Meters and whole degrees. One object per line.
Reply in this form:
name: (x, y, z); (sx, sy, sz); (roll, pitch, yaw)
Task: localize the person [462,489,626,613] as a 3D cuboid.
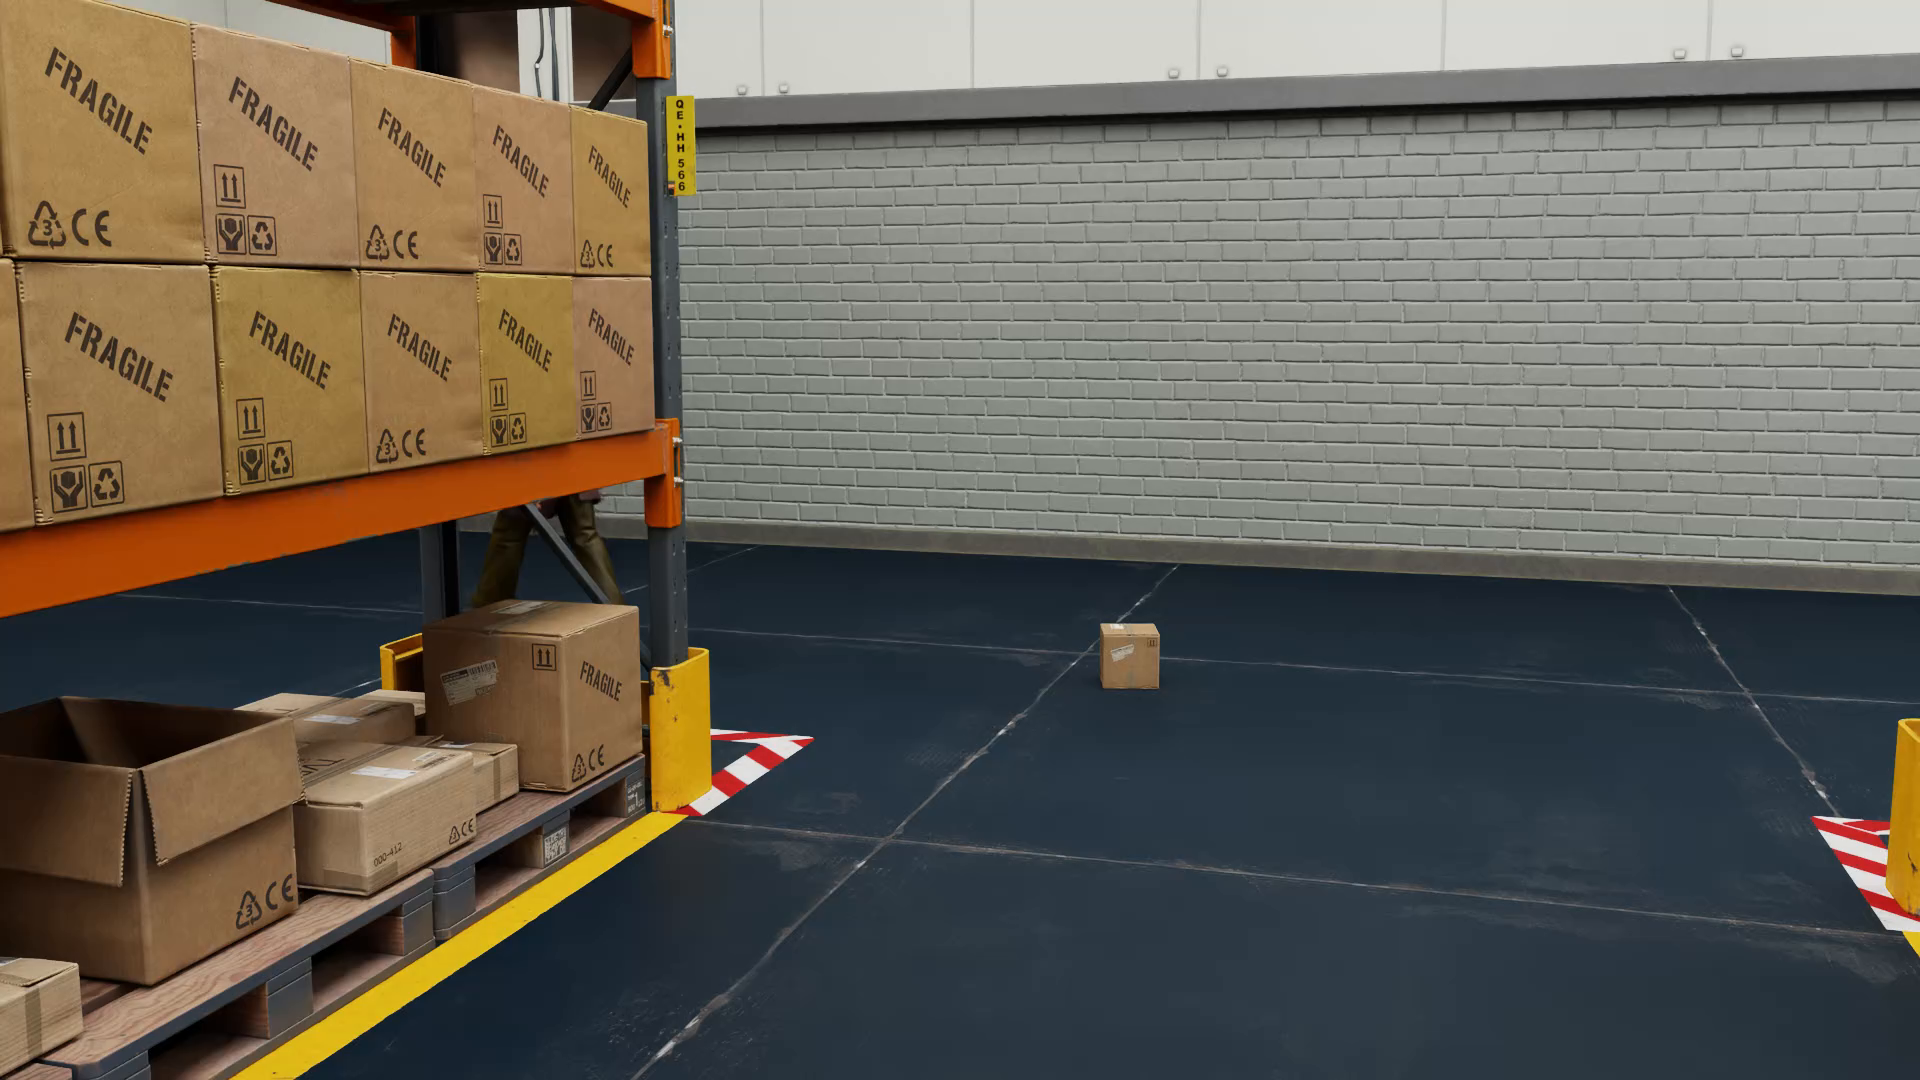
person: (-2.164, -0.392, 8.514); (1.062, 1.724, 0.628); (5, 10, 33)
